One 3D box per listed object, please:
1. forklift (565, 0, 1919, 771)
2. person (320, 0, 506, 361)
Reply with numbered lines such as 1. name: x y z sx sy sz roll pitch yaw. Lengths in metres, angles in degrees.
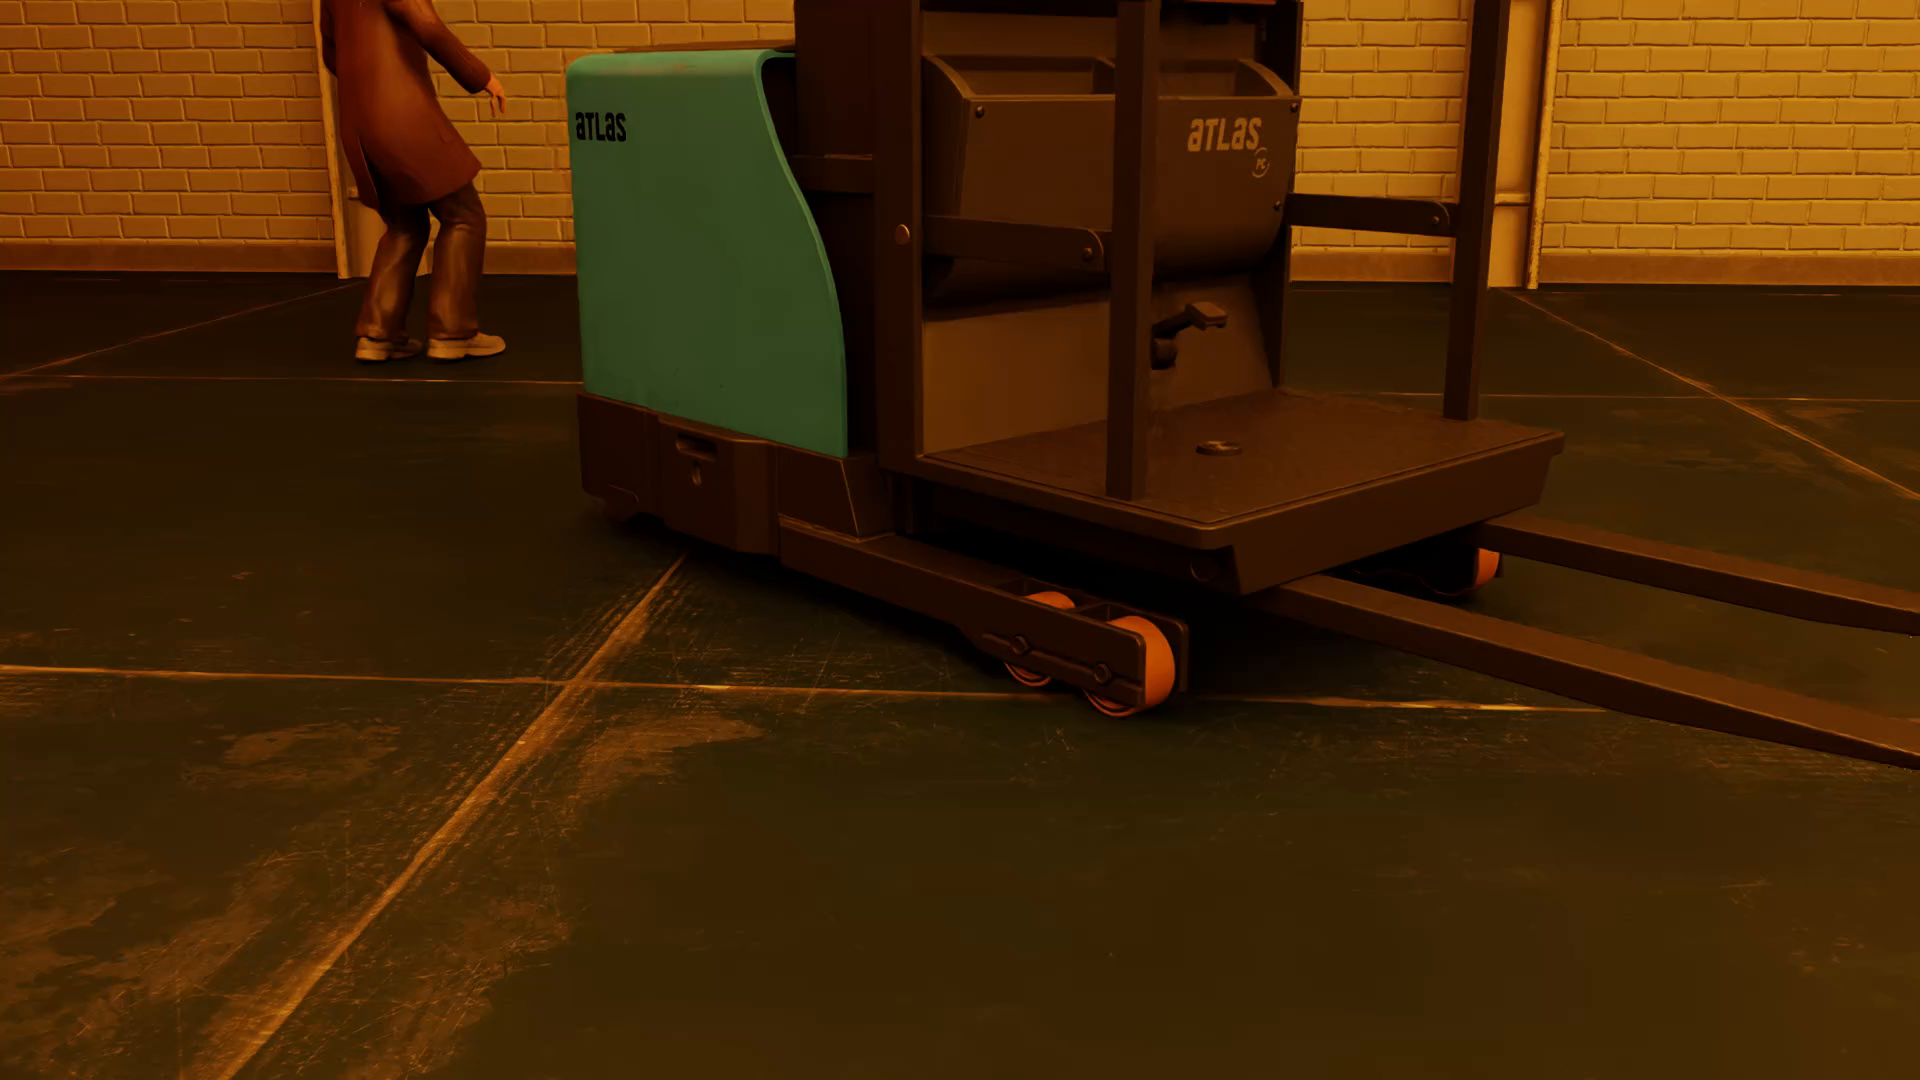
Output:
1. forklift: 0.455 -1.273 2.908 1.130 2.935 3.031 -13 20 -40
2. person: -2.041 -1.517 6.176 0.825 1.728 0.551 11 19 36
